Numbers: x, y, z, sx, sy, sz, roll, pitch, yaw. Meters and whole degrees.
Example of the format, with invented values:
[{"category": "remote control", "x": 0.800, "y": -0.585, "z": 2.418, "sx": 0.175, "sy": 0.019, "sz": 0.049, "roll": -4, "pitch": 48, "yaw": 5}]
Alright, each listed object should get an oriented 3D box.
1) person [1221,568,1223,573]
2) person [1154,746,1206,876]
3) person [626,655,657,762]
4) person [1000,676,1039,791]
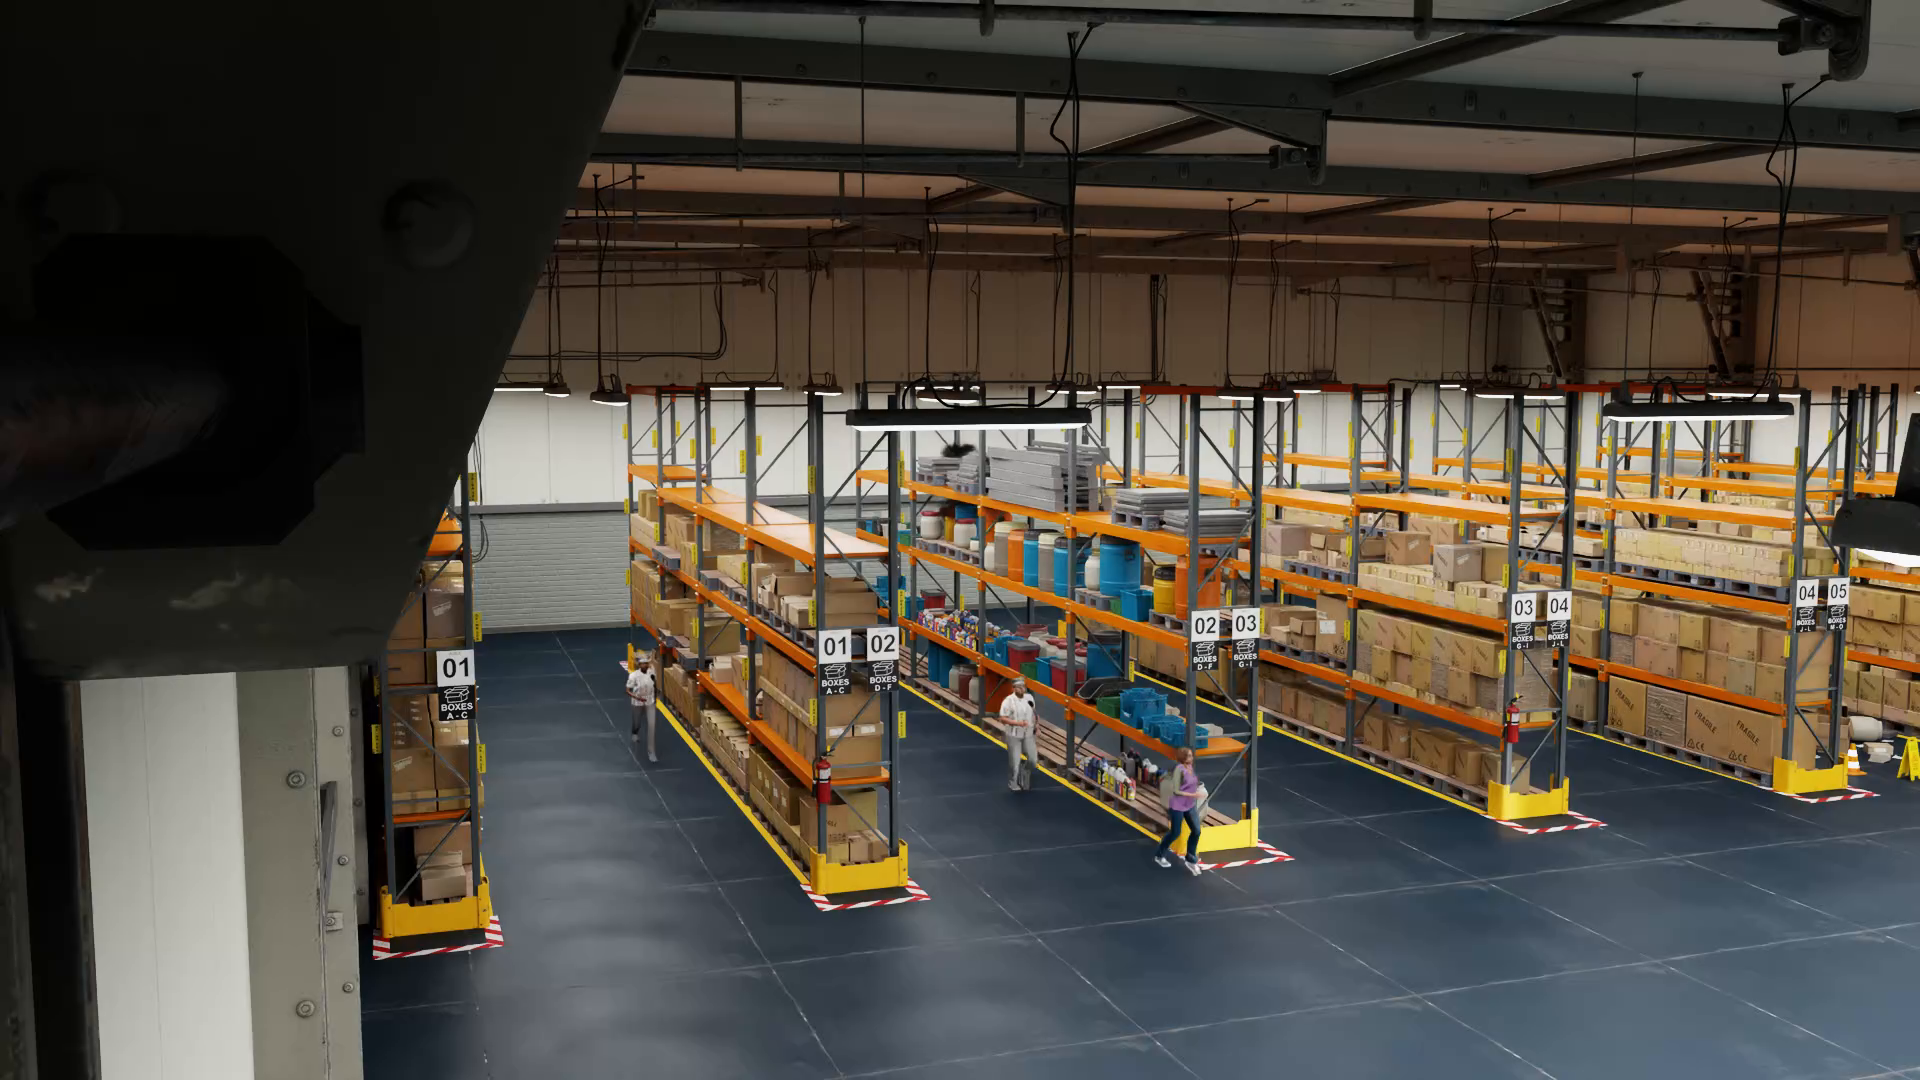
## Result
[{"category": "person", "x": 6.176, "y": 1.445, "z": 40.036, "sx": 0.651, "sy": 1.578, "sz": 0.734, "roll": 3, "pitch": 7, "yaw": 28}, {"category": "person", "x": 2.784, "y": 3.395, "z": 20.854, "sx": 0.713, "sy": 1.659, "sz": 0.549, "roll": 5, "pitch": 8, "yaw": 39}, {"category": "person", "x": -5.197, "y": 2.706, "z": 27.187, "sx": 0.545, "sy": 1.698, "sz": 1.092, "roll": -2, "pitch": 6, "yaw": -21}, {"category": "person", "x": 0.921, "y": 2.897, "z": 24.764, "sx": 0.646, "sy": 1.752, "sz": 0.655, "roll": -2, "pitch": 6, "yaw": -20}]
